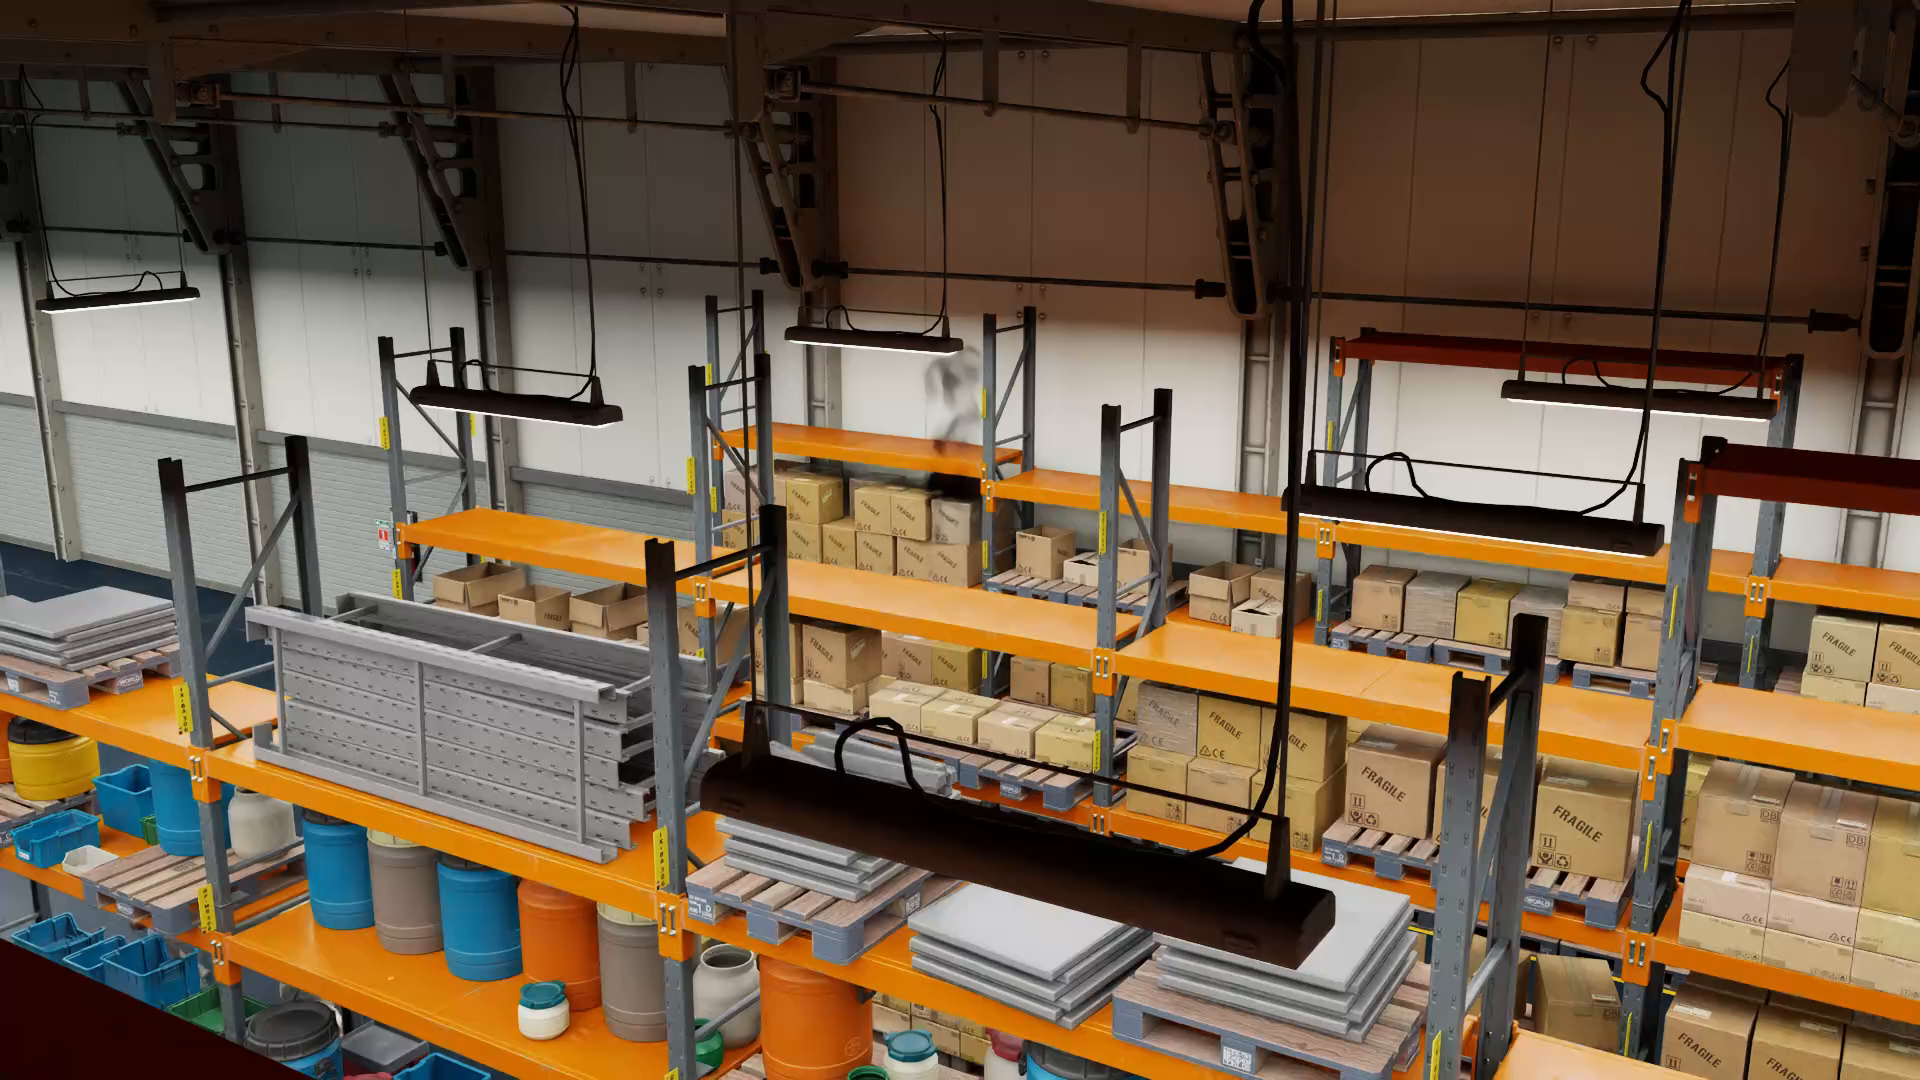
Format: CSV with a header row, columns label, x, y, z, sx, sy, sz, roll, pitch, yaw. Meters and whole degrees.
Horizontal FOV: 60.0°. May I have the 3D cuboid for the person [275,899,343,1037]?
label,x,y,z,sx,sy,sz,roll,pitch,yaw
person,-5.666,3.724,14.448,1.054,1.787,0.687,10,17,35

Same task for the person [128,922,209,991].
label,x,y,z,sx,sy,sz,roll,pitch,yaw
person,-7.330,3.558,15.297,0.571,1.711,0.720,0,14,1
